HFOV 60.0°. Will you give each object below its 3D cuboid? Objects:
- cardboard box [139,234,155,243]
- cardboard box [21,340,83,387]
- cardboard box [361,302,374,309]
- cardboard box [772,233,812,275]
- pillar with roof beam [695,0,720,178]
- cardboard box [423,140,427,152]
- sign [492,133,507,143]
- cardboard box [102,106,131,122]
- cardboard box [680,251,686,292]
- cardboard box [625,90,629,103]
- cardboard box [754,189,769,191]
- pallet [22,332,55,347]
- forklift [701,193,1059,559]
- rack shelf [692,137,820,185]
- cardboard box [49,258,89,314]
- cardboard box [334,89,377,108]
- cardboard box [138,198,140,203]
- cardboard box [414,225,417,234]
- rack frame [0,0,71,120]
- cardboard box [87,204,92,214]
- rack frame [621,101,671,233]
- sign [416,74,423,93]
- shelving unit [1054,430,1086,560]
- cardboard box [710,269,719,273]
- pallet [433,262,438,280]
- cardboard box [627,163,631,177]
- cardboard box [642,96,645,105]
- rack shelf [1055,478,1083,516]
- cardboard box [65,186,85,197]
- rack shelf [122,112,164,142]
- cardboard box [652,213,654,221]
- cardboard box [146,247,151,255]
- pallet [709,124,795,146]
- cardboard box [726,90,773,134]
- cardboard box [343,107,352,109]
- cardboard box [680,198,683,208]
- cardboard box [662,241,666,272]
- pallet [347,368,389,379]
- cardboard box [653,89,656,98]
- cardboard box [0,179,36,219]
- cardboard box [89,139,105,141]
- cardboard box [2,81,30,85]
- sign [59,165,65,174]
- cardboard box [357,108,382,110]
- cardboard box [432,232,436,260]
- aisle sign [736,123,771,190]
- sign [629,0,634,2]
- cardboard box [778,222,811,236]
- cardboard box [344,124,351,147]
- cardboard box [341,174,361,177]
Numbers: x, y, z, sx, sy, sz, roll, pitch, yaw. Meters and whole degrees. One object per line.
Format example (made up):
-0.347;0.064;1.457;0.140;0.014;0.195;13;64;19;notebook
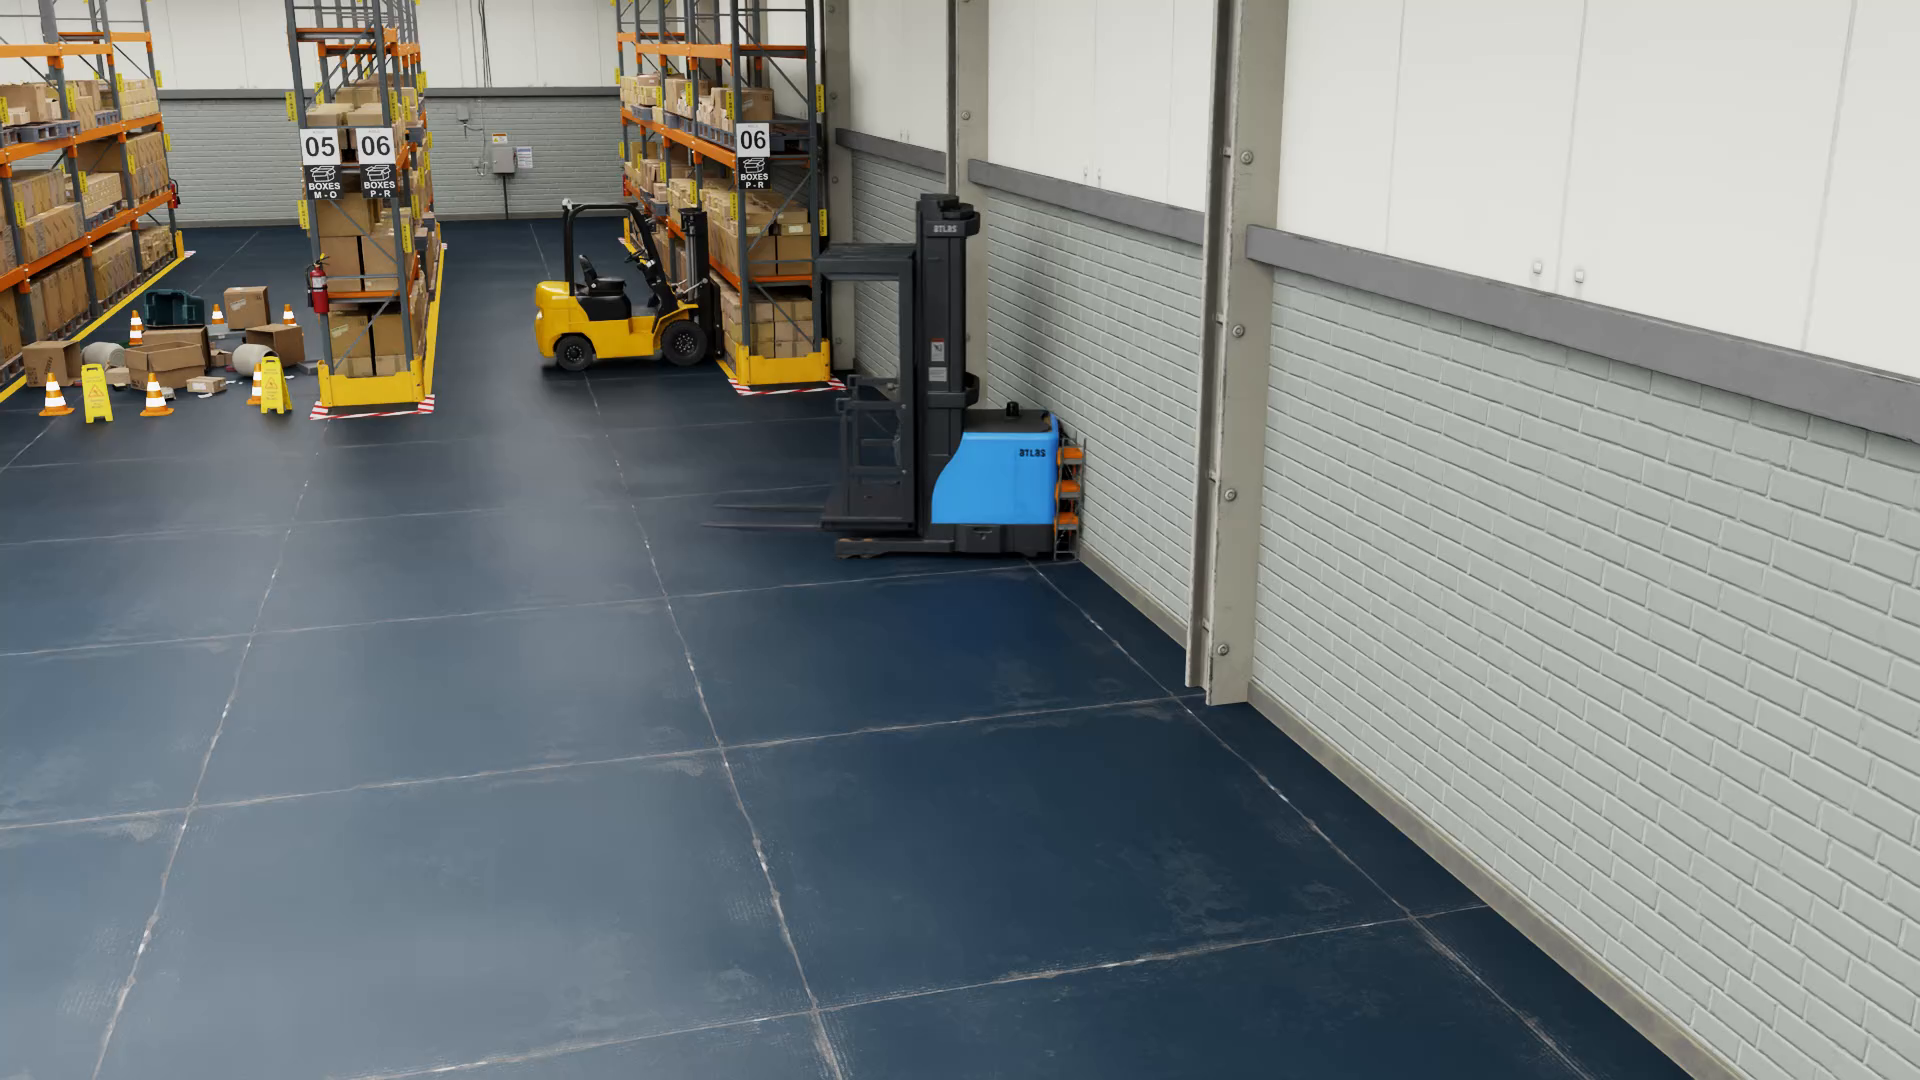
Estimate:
-15.356;-5.651;31.242;0.380;0.149;0.250;-5;17;-15;cardboard box
-11.444;-2.227;20.993;0.500;0.500;0.500;-2;17;-6;cardboard box
-7.776;-2.813;21.349;0.500;0.500;0.500;-5;17;-17;cardboard box
-2.124;-3.685;21.331;0.500;0.500;0.500;-4;17;-13;cardboard box
-9.017;-9.594;30.748;9.100;9.000;0.400;-5;17;-15;pillar with roof beam
-10.621;-7.504;32.307;0.500;0.500;0.500;-5;17;-16;cardboard box
-11.046;-9.642;39.902;0.339;0.242;0.001;-5;17;-15;sign
-14.929;-7.498;29.246;0.500;0.250;0.500;-4;17;-12;cardboard box
-4.108;-4.401;27.286;0.875;0.625;0.625;-4;17;-13;cardboard box
-6.505;-8.985;33.679;0.500;0.250;0.500;-5;17;-17;cardboard box
-2.976;-5.021;24.134;0.380;0.149;0.250;-5;17;-15;cardboard box
-13.142;-2.643;22.885;1.003;0.211;1.213;-5;17;-15;pallet
-0.671;-1.398;14.010;3.031;2.935;1.130;1;17;2;forklift
-2.805;-5.123;22.329;1.077;0.370;4.000;-5;17;-15;rack shelf
-13.876;-3.826;25.156;1.050;0.750;0.750;-5;17;-16;cardboard box
-8.408;-6.146;23.147;0.500;0.250;0.500;-4;17;-14;cardboard box
-15.154;-6.179;30.245;0.380;0.149;0.250;-6;18;-18;cardboard box
-7.974;-4.449;23.757;0.380;0.149;0.250;-4;17;-14;cardboard box
-13.957;-7.751;24.614;1.000;3.000;0.127;-5;17;-15;rack frame
-14.034;-5.247;26.413;0.380;0.149;0.250;-4;17;-12;cardboard box
-6.652;-7.903;35.549;1.000;3.000;0.127;-5;17;-15;rack frame
-9.805;-8.284;30.157;0.100;0.325;0.005;-5;17;-15;sign
0.881;-0.369;13.815;0.215;1.050;0.252;-1;18;-12;shelving unit
-3.523;-3.789;24.162;0.500;0.250;0.500;-5;17;-16;cardboard box
-10.040;-4.861;30.267;1.003;0.211;1.213;-5;17;-15;pallet
-6.648;-7.688;34.575;0.500;0.250;0.500;-5;17;-15;cardboard box
-5.509;-7.895;29.840;0.380;0.149;0.250;-4;17;-14;cardboard box
0.880;-0.359;13.818;0.215;0.259;0.240;-1;18;-12;rack shelf
-13.974;-5.461;26.090;0.380;0.149;0.250;-5;17;-17;cardboard box
-15.606;-7.630;30.674;1.077;0.370;4.000;-5;17;-15;rack shelf
-5.652;-6.139;31.645;0.380;0.149;0.250;-5;17;-16;cardboard box
-15.230;-5.368;30.818;0.380;0.149;0.250;-4;17;-13;cardboard box
-2.763;-5.408;22.180;1.003;0.211;1.213;-5;17;-15;pallet
-2.611;-5.314;20.639;0.500;0.500;0.500;-4;17;-13;cardboard box
-7.846;-5.352;20.893;0.380;0.149;0.250;-4;17;-14;cardboard box
-4.139;-5.292;26.247;0.500;0.250;0.500;-4;17;-14;cardboard box
-5.050;-5.078;29.759;0.500;0.500;0.500;-4;17;-13;cardboard box
-7.237;-1.997;20.734;1.003;0.211;1.213;-5;17;-15;pallet
-5.117;-7.750;28.874;0.380;0.149;0.250;-5;17;-16;cardboard box
-13.281;-4.717;23.029;0.700;0.500;0.500;-5;17;-15;cardboard box
-15.592;-6.905;29.795;0.500;0.500;0.500;-5;18;-17;cardboard box
-14.318;-6.820;25.225;0.396;0.266;0.258;-5;17;-15;cardboard box
-15.576;-6.354;28.886;0.100;0.325;0.005;-5;17;-15;sign
-7.316;-5.320;20.786;0.380;0.149;0.250;-4;17;-14;cardboard box
-10.394;-5.560;31.471;0.875;0.438;0.875;-5;17;-16;cardboard box
-2.519;-4.681;20.304;0.394;0.787;0.004;-5;17;-15;aisle sign
-6.080;-10.118;30.731;0.100;0.325;0.005;-5;17;-15;sign
-2.099;-3.951;21.089;0.380;0.149;0.250;-5;17;-17;cardboard box
-7.550;-4.852;19.921;0.500;0.250;0.500;-5;17;-16;cardboard box
-8.094;-4.578;22.050;0.700;0.500;0.500;-5;17;-15;cardboard box
